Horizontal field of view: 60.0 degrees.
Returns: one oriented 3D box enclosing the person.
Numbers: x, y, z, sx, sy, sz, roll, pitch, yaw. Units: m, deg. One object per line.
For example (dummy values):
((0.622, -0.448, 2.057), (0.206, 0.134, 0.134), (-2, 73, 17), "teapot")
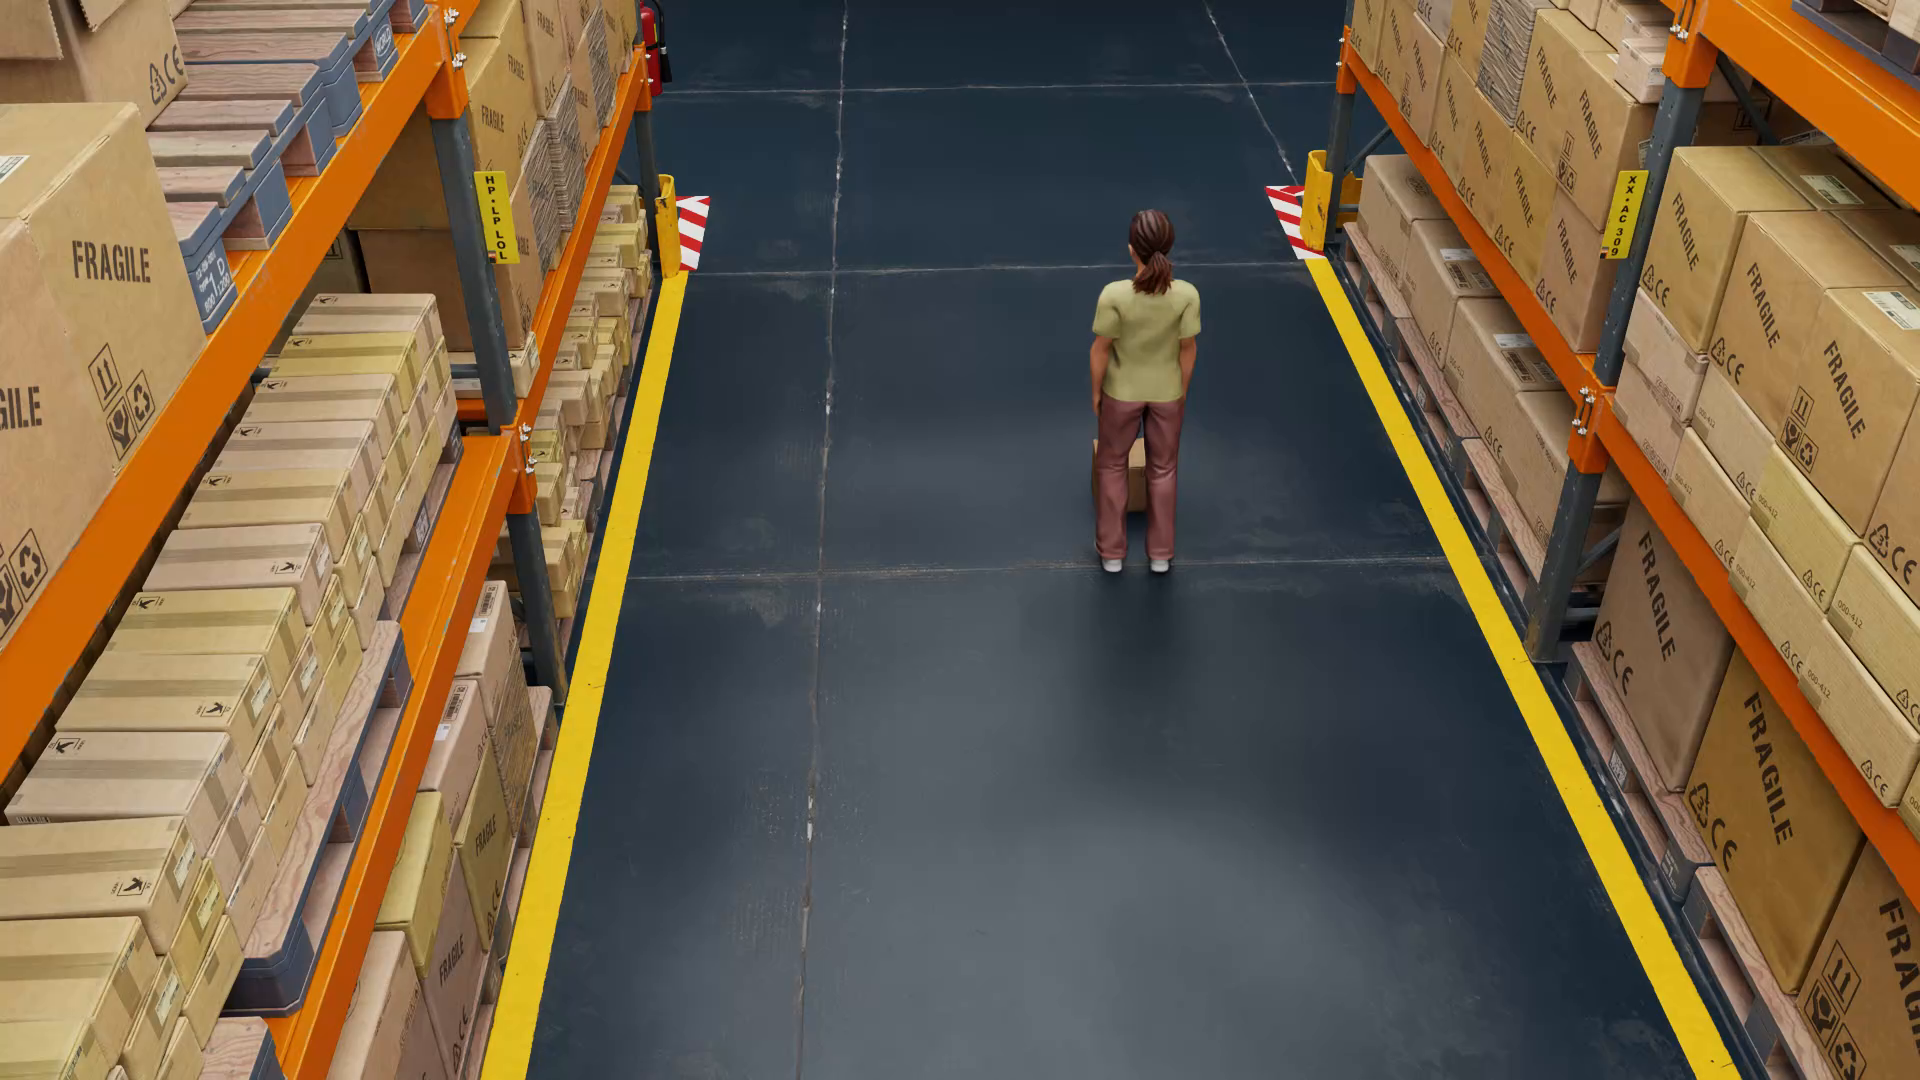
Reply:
((0.758, -0.600, 6.998), (0.444, 1.673, 0.364), (-1, 35, -1), "person")
